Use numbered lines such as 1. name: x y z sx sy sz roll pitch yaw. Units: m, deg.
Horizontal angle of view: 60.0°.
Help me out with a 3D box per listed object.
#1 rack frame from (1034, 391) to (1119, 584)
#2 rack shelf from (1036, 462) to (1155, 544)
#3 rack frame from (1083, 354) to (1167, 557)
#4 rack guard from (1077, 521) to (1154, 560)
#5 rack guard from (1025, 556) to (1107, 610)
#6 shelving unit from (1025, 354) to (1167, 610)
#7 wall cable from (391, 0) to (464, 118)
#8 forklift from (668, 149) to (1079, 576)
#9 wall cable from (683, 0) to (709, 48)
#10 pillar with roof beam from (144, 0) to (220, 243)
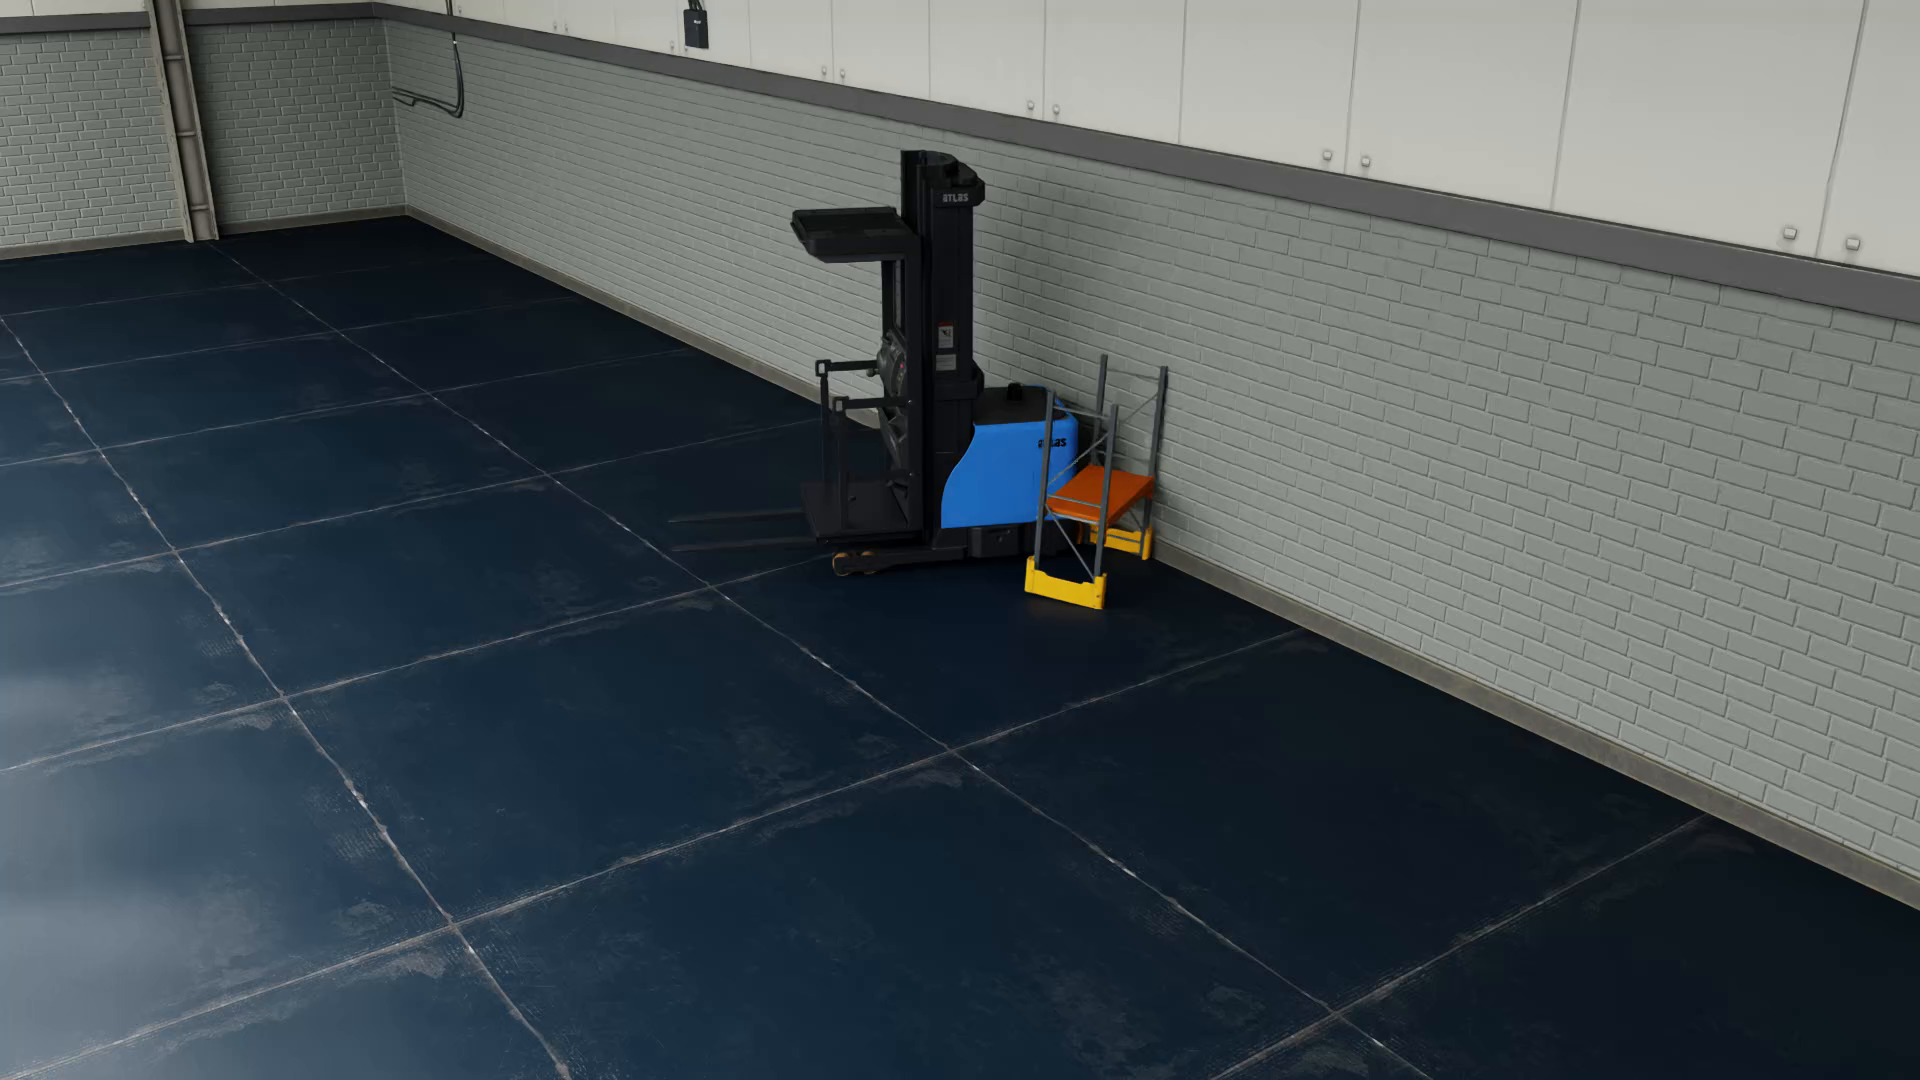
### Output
1. rack frame: 0.784 -0.271 11.505 0.500 1.500 0.032 14 25 22
2. rack shelf: 0.989 -0.279 12.004 0.538 0.185 1.000 14 25 22
3. rack frame: 1.217 -0.615 12.358 0.500 1.500 0.032 14 25 22
4. rack guard: 1.170 -0.037 12.592 0.587 0.250 0.087 14 25 22
5. rack guard: 0.747 0.300 11.756 0.587 0.250 0.087 14 25 22
6. shelving unit: 0.997 -0.440 11.924 0.587 1.500 1.083 14 25 22
7. wall cable: -7.588 -7.247 23.105 0.112 2.526 3.097 -15 26 -33
8. forklift: -0.682 -1.310 12.224 3.031 2.935 1.130 -4 22 -11
9. wall cable: -2.057 -7.409 14.733 0.169 6.003 2.305 -15 26 -33
10. pillar with roof beam: -8.238 -7.154 18.682 0.400 9.000 9.100 -15 26 -33
